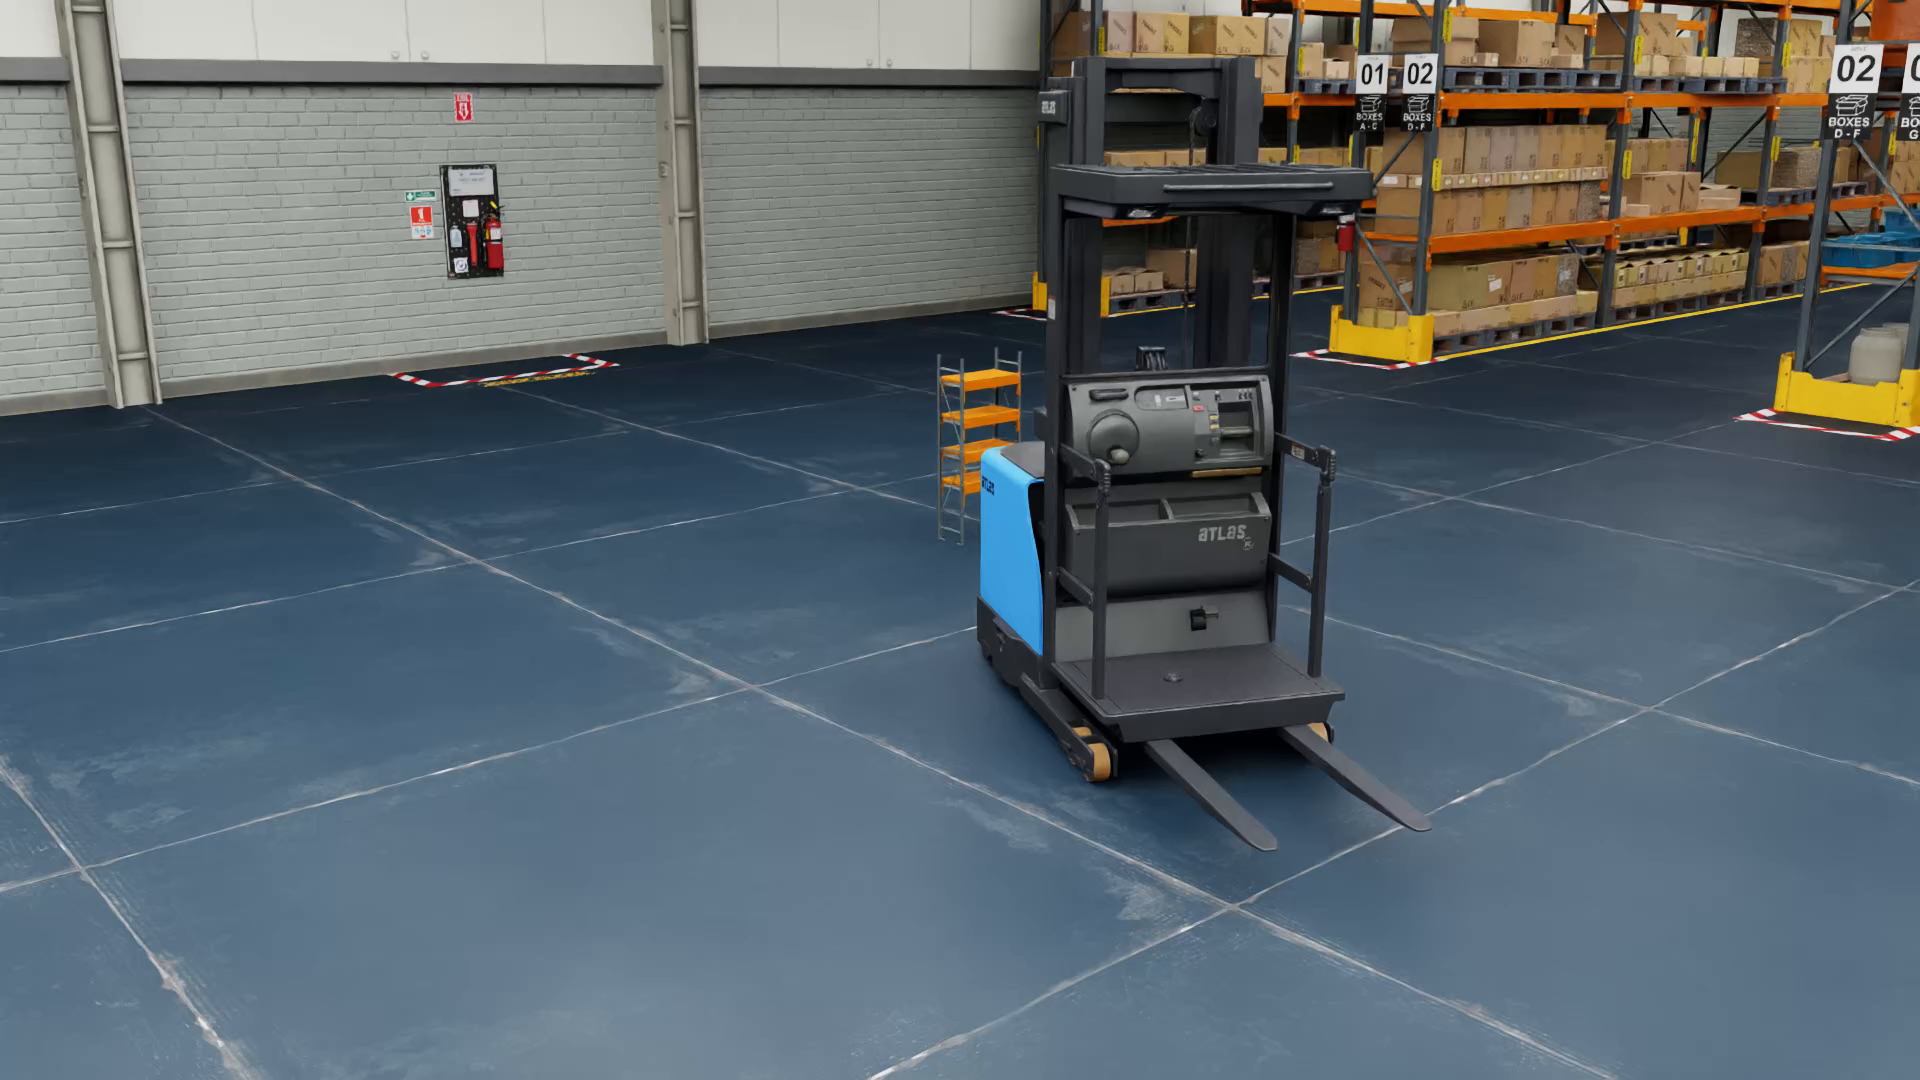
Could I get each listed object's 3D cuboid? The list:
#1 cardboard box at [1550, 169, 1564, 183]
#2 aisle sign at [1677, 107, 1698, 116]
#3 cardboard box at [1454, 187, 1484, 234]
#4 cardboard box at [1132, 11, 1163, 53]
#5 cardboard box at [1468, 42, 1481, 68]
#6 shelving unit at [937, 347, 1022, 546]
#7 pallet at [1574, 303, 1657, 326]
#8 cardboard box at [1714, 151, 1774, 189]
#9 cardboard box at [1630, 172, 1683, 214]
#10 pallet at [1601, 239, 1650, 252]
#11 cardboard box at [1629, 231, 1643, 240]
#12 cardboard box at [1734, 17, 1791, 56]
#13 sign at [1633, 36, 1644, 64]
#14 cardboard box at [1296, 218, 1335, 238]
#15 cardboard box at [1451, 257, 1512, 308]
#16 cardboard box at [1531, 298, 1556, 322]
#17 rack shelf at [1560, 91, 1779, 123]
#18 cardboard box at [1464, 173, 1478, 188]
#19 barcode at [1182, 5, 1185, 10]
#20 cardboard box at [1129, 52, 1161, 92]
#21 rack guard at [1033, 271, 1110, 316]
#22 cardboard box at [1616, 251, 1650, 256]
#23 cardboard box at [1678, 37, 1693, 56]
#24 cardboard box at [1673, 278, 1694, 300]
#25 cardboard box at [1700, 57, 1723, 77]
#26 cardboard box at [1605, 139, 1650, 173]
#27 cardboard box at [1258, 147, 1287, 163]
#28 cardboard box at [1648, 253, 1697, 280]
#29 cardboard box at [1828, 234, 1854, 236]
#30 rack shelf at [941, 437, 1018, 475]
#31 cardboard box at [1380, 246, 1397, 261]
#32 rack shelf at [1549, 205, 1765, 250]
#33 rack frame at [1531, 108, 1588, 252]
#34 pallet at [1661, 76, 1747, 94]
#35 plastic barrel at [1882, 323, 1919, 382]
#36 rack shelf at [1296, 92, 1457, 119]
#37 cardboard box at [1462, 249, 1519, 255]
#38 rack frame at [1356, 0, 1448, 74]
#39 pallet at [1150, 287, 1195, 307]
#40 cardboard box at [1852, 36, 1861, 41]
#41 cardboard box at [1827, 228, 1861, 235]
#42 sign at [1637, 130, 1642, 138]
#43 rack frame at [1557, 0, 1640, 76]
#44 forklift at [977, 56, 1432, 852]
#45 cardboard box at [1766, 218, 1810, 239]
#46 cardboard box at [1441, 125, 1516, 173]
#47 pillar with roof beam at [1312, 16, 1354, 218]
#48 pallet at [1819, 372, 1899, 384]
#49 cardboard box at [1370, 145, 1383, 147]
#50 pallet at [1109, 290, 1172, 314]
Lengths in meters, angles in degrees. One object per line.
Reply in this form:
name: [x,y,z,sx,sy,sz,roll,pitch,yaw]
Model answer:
cardboard box: [6.845,-4.280,19.510,0.250,0.149,0.380,-13,20,-40]
aisle sign: [13.728,-8.384,31.289,0.004,0.787,0.394,-13,19,-39]
cardboard box: [5.414,-3.715,18.652,0.500,0.500,0.700,-12,19,-38]
cardboard box: [2.268,-6.547,21.467,0.500,0.500,0.500,-13,20,-40]
cardboard box: [5.776,-5.518,18.869,0.500,0.311,0.500,-10,18,-33]
shelving unit: [0.125,-0.608,10.700,0.503,1.200,0.258,-13,19,-39]
pallet: [8.209,-2.963,21.434,1.213,0.211,1.003,-13,19,-39]
cardboard box: [11.097,-5.235,23.530,0.700,0.500,0.500,8,17,28]
cardboard box: [9.044,-4.527,21.693,0.500,0.500,0.500,-13,19,-39]
pallet: [12.005,-5.471,30.823,1.213,0.211,1.003,-13,19,-39]
cardboard box: [12.257,-5.862,30.912,0.500,0.500,0.700,-13,20,-41]
cardboard box: [11.029,-6.909,22.859,0.500,0.500,0.500,-13,19,-39]
sign: [8.044,-5.807,19.711,0.005,0.325,0.100,-13,19,-39]
cardboard box: [5.298,-4.712,25.116,0.500,0.250,0.500,-13,20,-41]
cardboard box: [5.956,-2.957,19.069,0.500,0.500,0.500,-13,19,-39]
cardboard box: [6.721,-2.761,19.788,0.500,0.250,0.500,-13,19,-39]
rack shelf: [9.187,-5.618,21.553,4.000,0.370,1.077,-13,19,-39]
cardboard box: [5.485,-3.974,18.364,0.250,0.149,0.380,-13,19,-39]
barcode: [3.093,-7.357,22.986,0.075,0.075,0.001,-13,19,-39]
cardboard box: [2.251,-6.063,21.592,0.500,0.500,0.500,-11,19,-36]
rack guard: [1.464,-3.269,22.021,0.348,0.500,1.175,-13,19,-39]
cardboard box: [8.944,-3.706,22.238,0.500,0.311,0.500,-13,20,-40]
cardboard box: [13.103,-8.988,30.603,0.500,0.500,0.500,-13,20,-40]
cardboard box: [9.305,-3.333,21.930,0.500,0.250,0.500,-12,19,-38]
cardboard box: [9.568,-6.160,21.665,0.500,0.250,0.500,-13,20,-40]
cardboard box: [11.975,-6.978,30.481,0.700,0.700,0.980,-14,20,-42]
cardboard box: [4.270,-5.301,23.582,0.500,0.500,0.500,-13,20,-39]
cardboard box: [9.313,-3.606,21.863,0.500,0.311,0.500,-12,19,-38]
cardboard box: [13.529,-4.399,25.396,0.500,0.500,0.500,-13,20,-40]
rack shelf: [0.125,-0.543,10.717,0.480,0.148,0.258,-13,19,-39]
cardboard box: [6.467,-4.627,26.253,0.500,0.500,0.700,-13,20,-39]
rack shelf: [9.187,-4.169,21.940,4.000,0.370,1.077,-13,19,-39]
rack frame: [10.459,-6.497,29.260,0.127,3.000,1.000,-13,19,-39]
pallet: [9.401,-5.891,21.546,1.213,0.211,1.003,-12,19,-37]
plastic barrel: [8.734,-1.748,15.487,0.421,0.512,0.421,0,15,0]
rack shelf: [5.932,-6.582,25.161,4.000,0.370,1.077,-13,19,-39]
cardboard box: [6.369,-3.228,20.082,0.500,0.500,0.500,-13,19,-39]
rack frame: [4.661,-6.399,17.268,0.127,3.000,1.000,-13,19,-39]
pallet: [3.020,-3.466,23.317,1.213,0.211,1.003,-13,19,-39]
cardboard box: [12.796,-7.093,24.479,0.600,0.600,0.600,-13,20,-40]
cardboard box: [13.957,-4.690,26.486,0.500,0.500,0.500,-13,19,-39]
sign: [13.117,-7.740,32.084,0.005,0.325,0.100,-13,19,-39]
rack frame: [7.678,-7.076,19.805,0.127,3.000,1.000,-13,19,-39]
forklift: [0.976,-0.514,6.993,1.130,2.935,3.031,-4,15,-15]
cardboard box: [12.434,-4.696,25.058,0.500,0.250,0.500,-13,19,-39]
cardboard box: [5.834,-4.437,18.840,0.500,0.500,0.700,-13,19,-39]
pillar with roof beam: [8.719,-7.828,22.618,0.400,9.000,9.100,-13,19,-39]
pallet: [8.552,-1.347,15.383,1.213,0.211,1.003,-13,19,-39]
cardboard box: [6.689,-5.899,25.974,0.700,0.500,0.500,14,20,42]
pallet: [2.100,-3.260,22.547,1.213,0.211,1.003,-13,19,-39]
